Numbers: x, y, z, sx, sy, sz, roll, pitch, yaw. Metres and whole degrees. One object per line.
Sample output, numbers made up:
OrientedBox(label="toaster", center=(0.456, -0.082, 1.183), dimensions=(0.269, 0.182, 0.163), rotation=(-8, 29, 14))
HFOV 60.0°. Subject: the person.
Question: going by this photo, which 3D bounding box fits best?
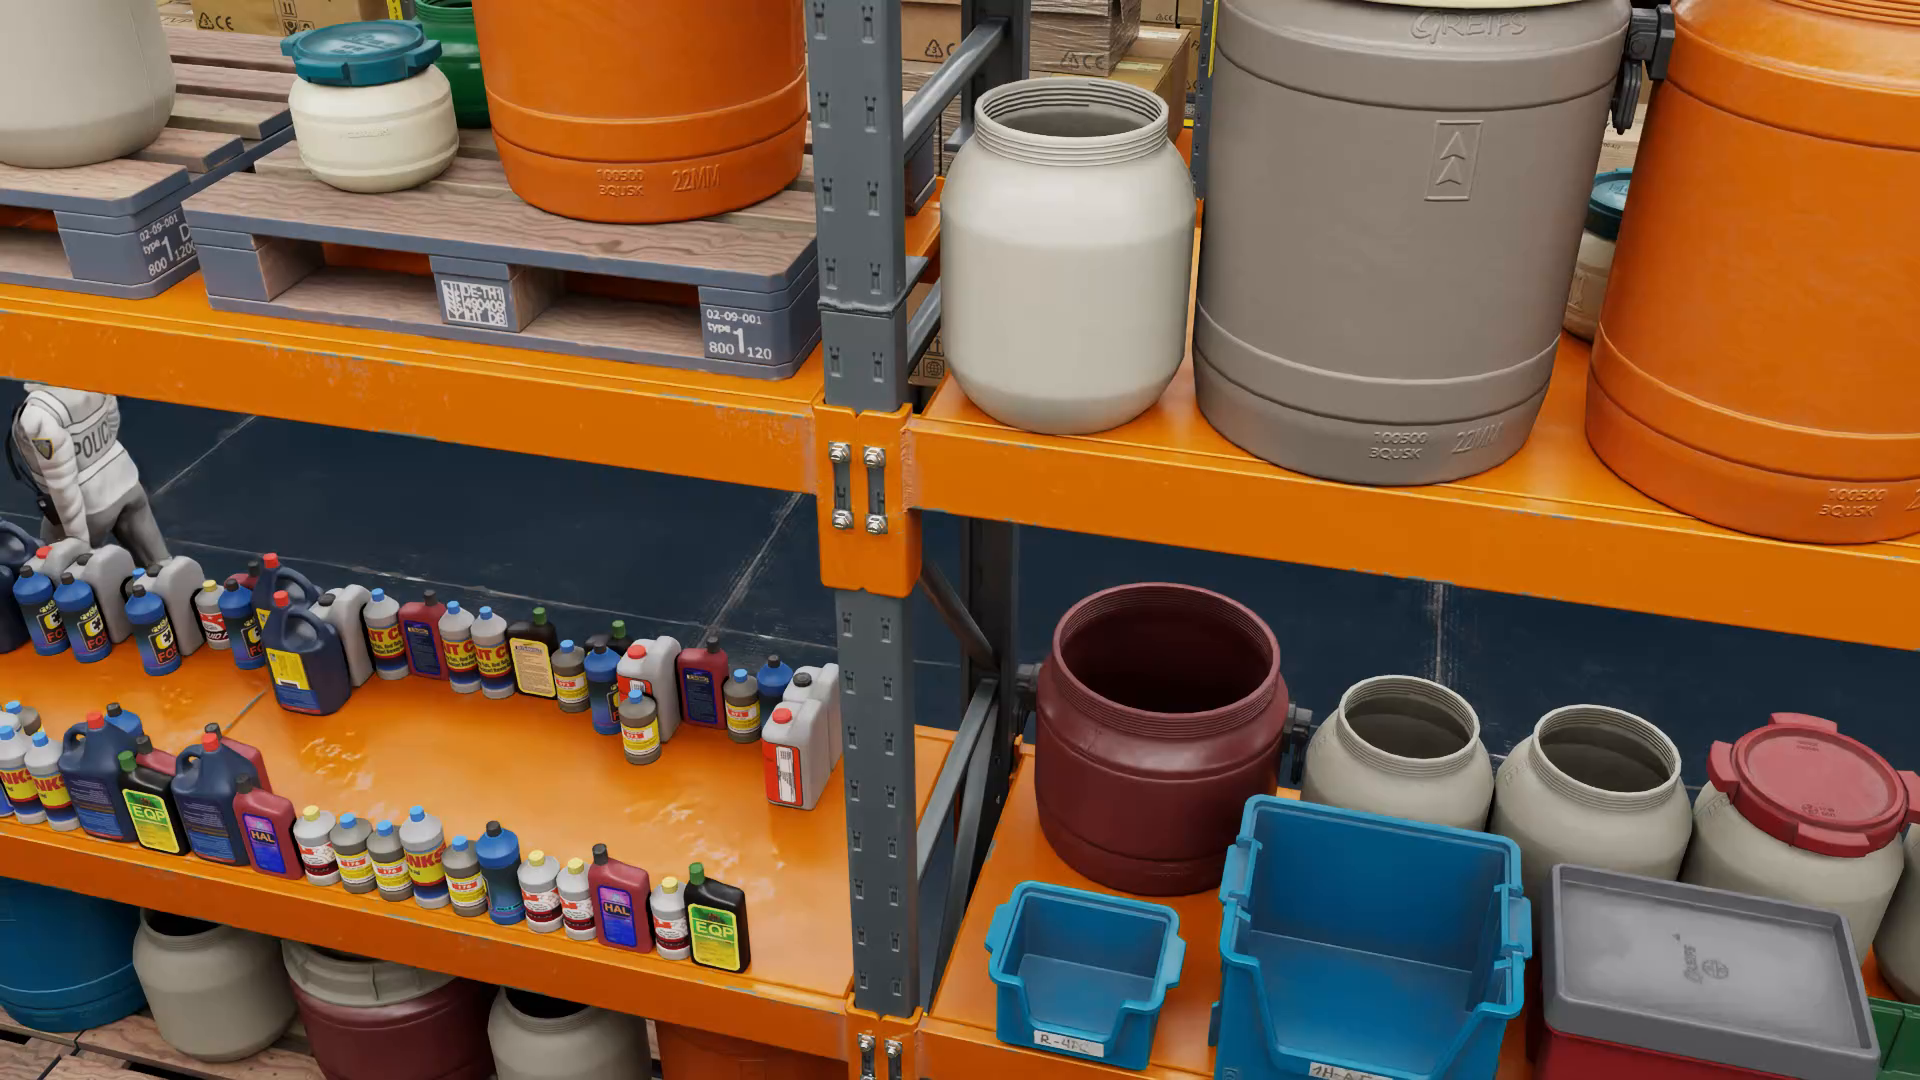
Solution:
OrientedBox(label="person", center=(-3.376, -0.180, 6.374), dimensions=(0.983, 1.630, 0.517), rotation=(8, 34, 13))
